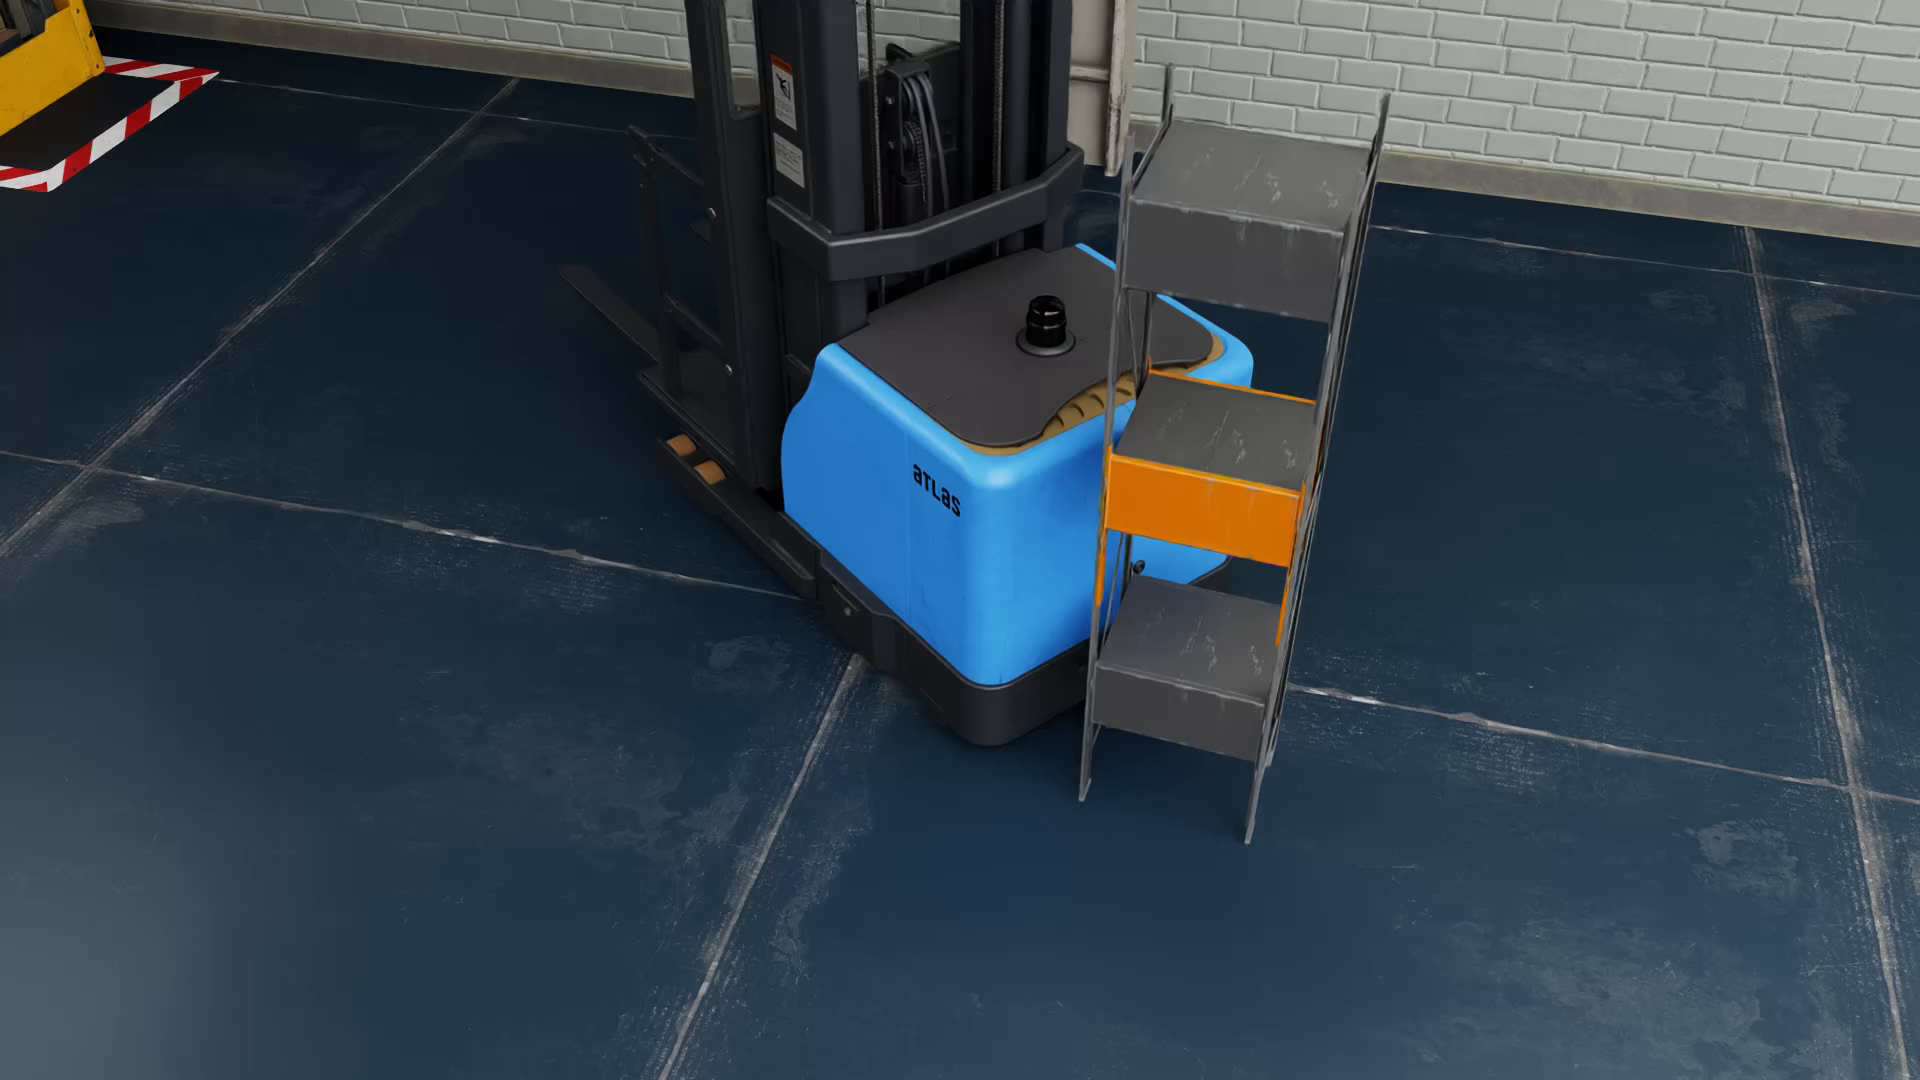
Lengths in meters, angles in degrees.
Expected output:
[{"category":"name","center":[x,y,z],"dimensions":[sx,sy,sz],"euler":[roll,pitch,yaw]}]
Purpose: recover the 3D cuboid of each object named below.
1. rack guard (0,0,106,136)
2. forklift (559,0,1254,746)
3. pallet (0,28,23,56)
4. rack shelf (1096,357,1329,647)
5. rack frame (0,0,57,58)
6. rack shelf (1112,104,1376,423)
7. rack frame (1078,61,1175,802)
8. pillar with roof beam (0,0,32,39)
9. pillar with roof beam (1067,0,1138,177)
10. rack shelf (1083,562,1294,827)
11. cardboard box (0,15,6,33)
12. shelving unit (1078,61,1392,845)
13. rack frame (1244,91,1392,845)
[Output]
[{"category":"rack guard","center":[-4.757,-2.334,8.140],"dimensions":[0.348,0.500,1.175],"euler":[10,41,11]},{"category":"forklift","center":[-0.436,-1.408,5.147],"dimensions":[1.130,2.935,3.031],"euler":[-26,47,-28]},{"category":"pallet","center":[-5.529,-2.328,8.358],"dimensions":[1.213,0.211,1.003],"euler":[10,41,11]},{"category":"rack shelf","center":[0.648,-0.101,4.259],"dimensions":[0.480,0.518,0.431],"euler":[12,42,14]},{"category":"rack frame","center":[-4.780,-3.295,7.341],"dimensions":[0.127,3.000,1.000],"euler":[10,41,11]},{"category":"rack shelf","center":[0.648,-0.637,3.809],"dimensions":[0.480,0.518,0.431],"euler":[12,42,14]},{"category":"rack frame","center":[0.417,-0.163,4.311],"dimensions":[0.015,2.100,0.400],"euler":[12,42,14]},{"category":"pillar with roof beam","center":[-6.332,-3.593,3.032],"dimensions":[0.400,9.000,9.100],"euler":[10,41,11]},{"category":"pillar with roof beam","center":[-0.536,-2.596,1.844],"dimensions":[0.400,9.000,9.100],"euler":[10,41,11]},{"category":"rack shelf","center":[0.648,0.435,4.709],"dimensions":[0.480,0.518,0.431],"euler":[12,42,14]},{"category":"cardboard box","center":[-5.204,-2.606,8.332],"dimensions":[0.500,0.250,0.500],"euler":[10,41,12]},{"category":"shelving unit","center":[0.648,-0.112,4.251],"dimensions":[0.503,2.100,0.431],"euler":[12,42,14]},{"category":"rack frame","center":[0.878,-0.061,4.190],"dimensions":[0.015,2.100,0.400],"euler":[12,42,14]}]
